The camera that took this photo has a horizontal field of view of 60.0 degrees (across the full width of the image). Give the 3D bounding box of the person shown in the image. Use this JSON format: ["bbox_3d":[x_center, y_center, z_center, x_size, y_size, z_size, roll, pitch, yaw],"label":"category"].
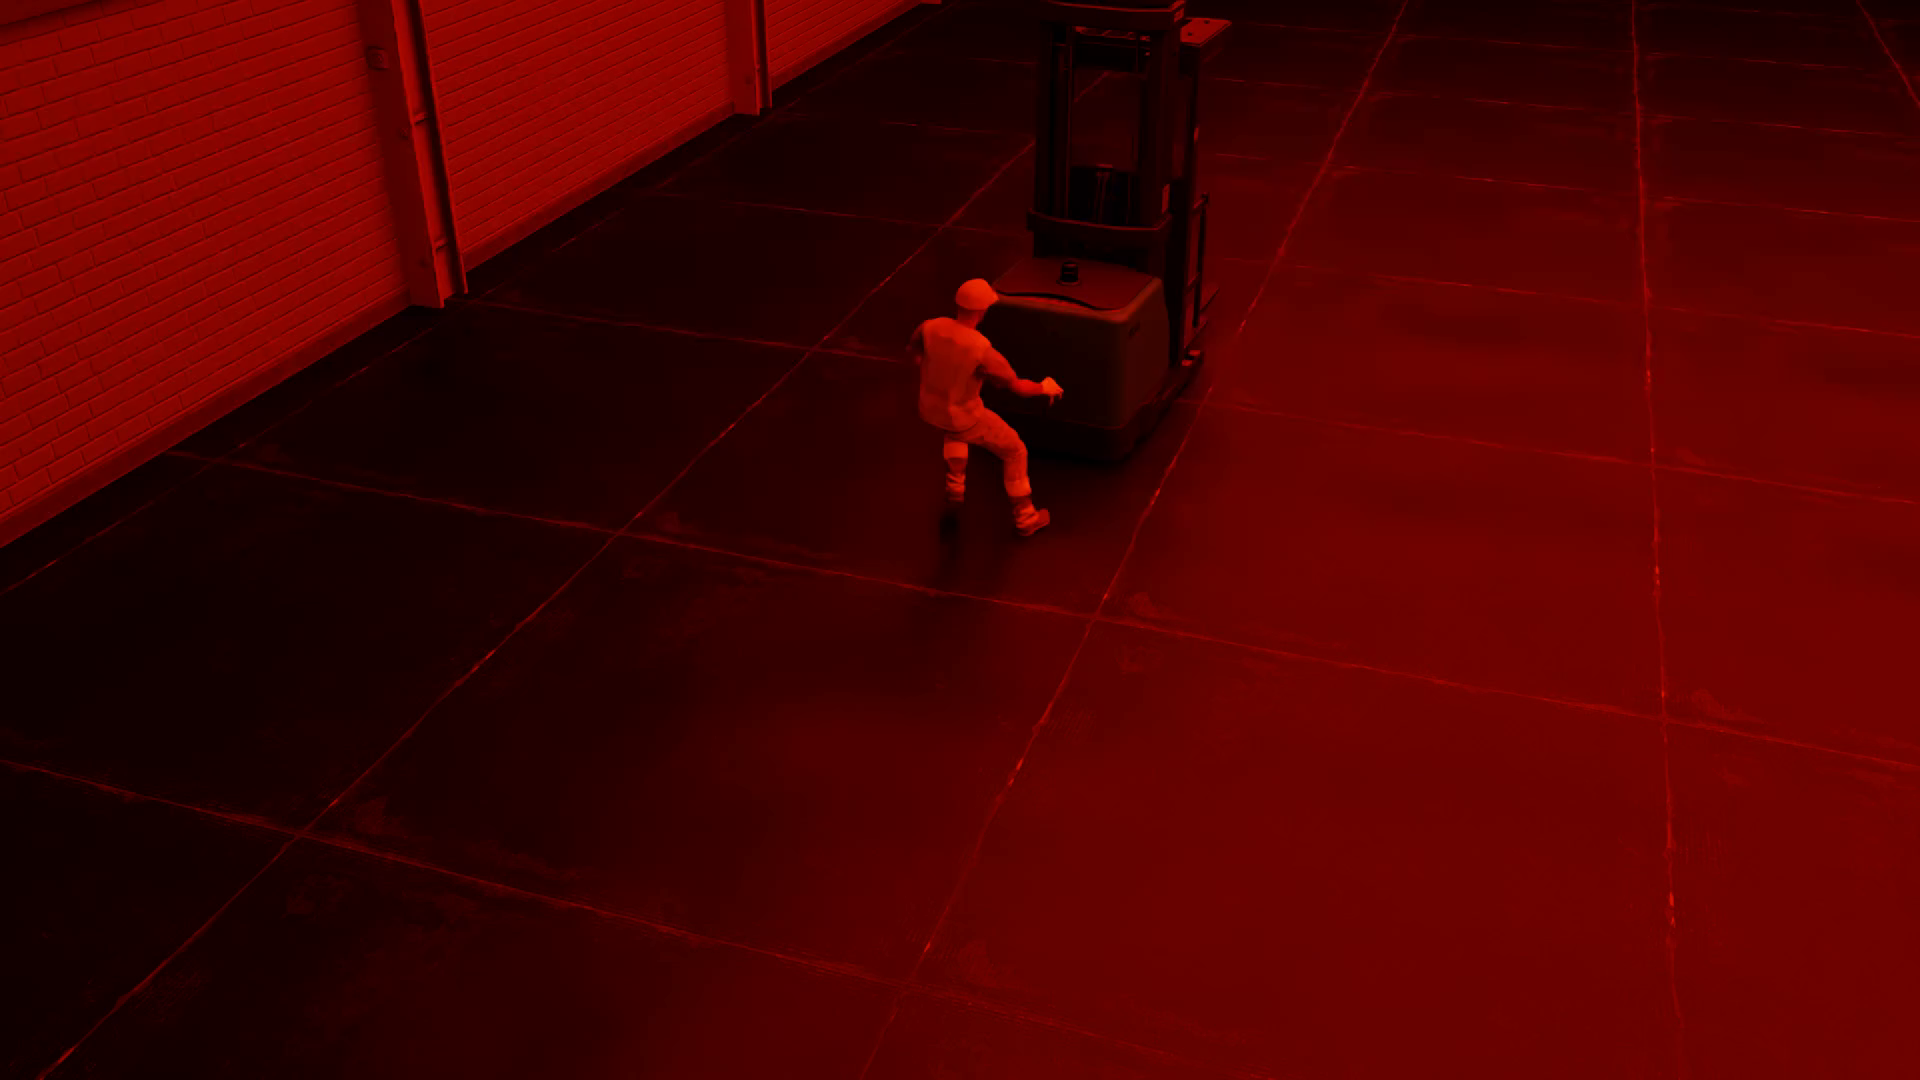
[{"bbox_3d":[0.096,-0.840,9.935,0.863,1.627,0.690,19,35,30],"label":"person"}]

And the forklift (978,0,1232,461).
[{"bbox_3d":[1.158,-2.498,11.518,1.130,2.935,3.031,12,32,20],"label":"forklift"}]
